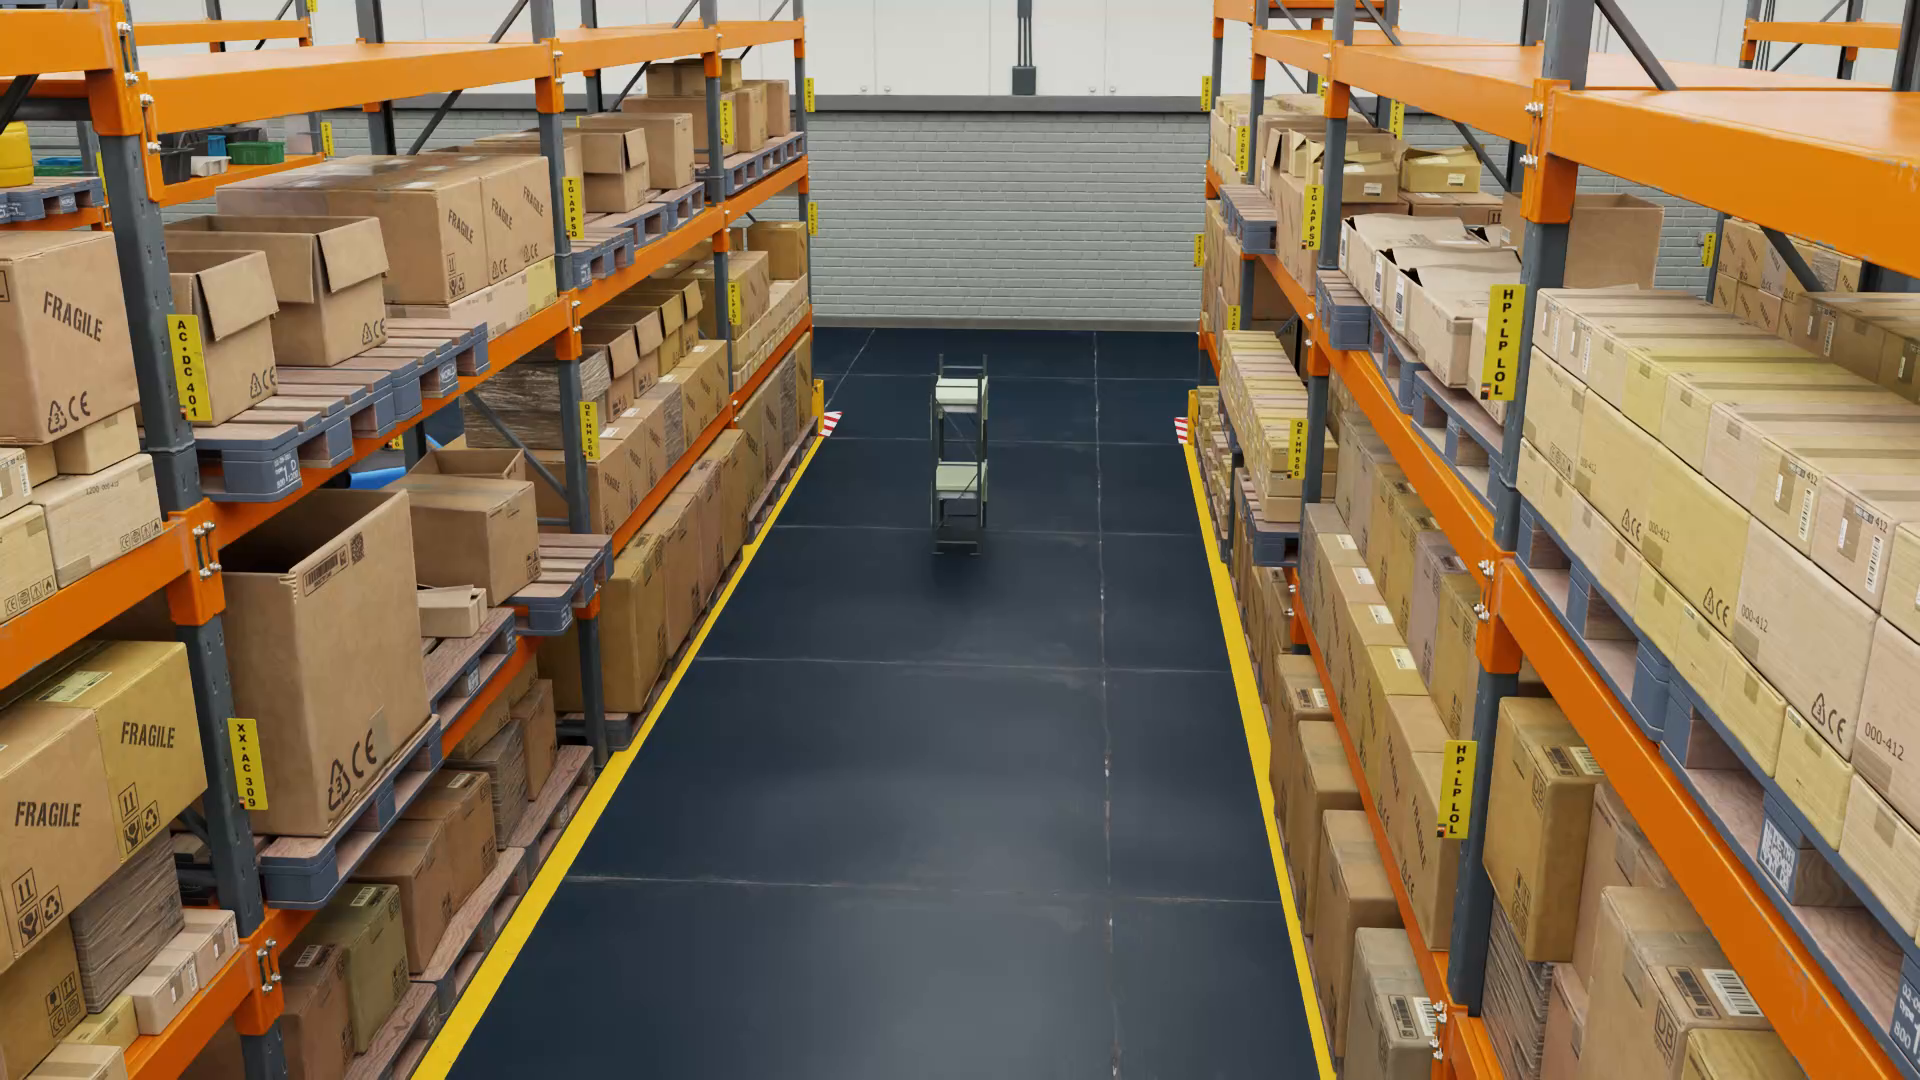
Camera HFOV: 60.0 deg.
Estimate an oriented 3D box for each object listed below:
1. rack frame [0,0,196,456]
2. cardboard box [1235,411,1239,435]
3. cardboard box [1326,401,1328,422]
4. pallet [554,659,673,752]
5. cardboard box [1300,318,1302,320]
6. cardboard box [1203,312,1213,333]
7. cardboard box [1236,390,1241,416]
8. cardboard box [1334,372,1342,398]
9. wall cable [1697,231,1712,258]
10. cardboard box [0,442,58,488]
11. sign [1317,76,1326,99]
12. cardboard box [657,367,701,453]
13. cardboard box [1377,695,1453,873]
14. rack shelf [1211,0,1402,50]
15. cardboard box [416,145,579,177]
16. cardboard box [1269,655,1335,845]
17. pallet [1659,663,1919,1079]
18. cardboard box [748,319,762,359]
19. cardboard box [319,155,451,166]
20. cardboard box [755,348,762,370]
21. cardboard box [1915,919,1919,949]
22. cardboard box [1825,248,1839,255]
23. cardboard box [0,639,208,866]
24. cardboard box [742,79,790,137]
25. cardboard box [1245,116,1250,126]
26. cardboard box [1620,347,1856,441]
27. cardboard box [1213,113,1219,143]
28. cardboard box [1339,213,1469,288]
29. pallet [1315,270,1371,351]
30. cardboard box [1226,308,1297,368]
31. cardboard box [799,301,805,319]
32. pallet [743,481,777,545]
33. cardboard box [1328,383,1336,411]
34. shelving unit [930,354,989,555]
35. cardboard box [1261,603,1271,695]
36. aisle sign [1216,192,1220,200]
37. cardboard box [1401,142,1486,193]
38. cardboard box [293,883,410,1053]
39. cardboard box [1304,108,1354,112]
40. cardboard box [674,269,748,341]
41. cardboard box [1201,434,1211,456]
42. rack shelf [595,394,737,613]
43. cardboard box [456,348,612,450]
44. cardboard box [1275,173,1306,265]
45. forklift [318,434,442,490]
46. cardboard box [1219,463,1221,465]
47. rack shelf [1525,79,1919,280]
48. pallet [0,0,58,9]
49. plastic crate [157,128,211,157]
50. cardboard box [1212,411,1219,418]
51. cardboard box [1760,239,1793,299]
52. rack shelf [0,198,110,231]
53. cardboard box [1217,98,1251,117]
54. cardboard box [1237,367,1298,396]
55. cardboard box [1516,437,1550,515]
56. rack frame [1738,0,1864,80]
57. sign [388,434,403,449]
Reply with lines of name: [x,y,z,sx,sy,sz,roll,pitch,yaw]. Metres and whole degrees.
rack frame: [-2.885,-1.711,4.694,1.000,3.000,0.127,1,18,4]
cardboard box: [2.053,-0.765,11.171,0.380,0.149,0.250,1,18,3]
cardboard box: [2.741,-0.920,11.641,0.380,0.149,0.250,0,18,1]
pallet: [-2.467,0.979,10.596,1.003,0.211,1.213,1,18,4]
cardboard box: [2.904,-2.002,12.971,0.500,0.500,0.500,2,18,5]
cardboard box: [2.515,-2.070,15.828,0.380,0.149,0.250,1,18,2]
cardboard box: [2.052,-0.905,11.119,0.380,0.149,0.250,1,18,3]
cardboard box: [2.700,-1.032,11.029,0.380,0.149,0.250,0,18,1]
wall cable: [9.656,-4.573,21.430,0.588,1.984,0.122,1,18,4]
cardboard box: [-2.731,-0.216,4.548,0.380,0.149,0.250,1,18,5]
sign: [3.467,-4.273,15.907,0.100,0.325,0.005,1,18,4]
cardboard box: [-2.146,-0.925,11.769,0.500,0.500,0.500,1,18,3]
cardboard box: [1.862,0.909,6.171,0.500,0.500,0.500,1,18,3]
rack shelf: [2.772,-4.332,13.851,1.077,0.370,4.000,1,18,4]
cardboard box: [-2.627,-1.968,9.454,0.797,0.503,0.637,2,18,7]
cardboard box: [2.208,1.096,8.700,1.050,0.750,0.750,1,18,3]
pallet: [1.895,0.530,2.813,1.003,0.211,1.213,1,18,4]
cardboard box: [-1.976,-1.710,14.087,0.500,0.250,0.500,1,18,4]
cardboard box: [-2.889,-1.673,8.431,0.500,0.500,0.500,1,18,4]
cardboard box: [-1.905,-1.555,14.256,0.380,0.149,0.250,1,18,2]
cardboard box: [1.527,0.544,2.198,0.380,0.149,0.250,1,18,3]
cardboard box: [7.432,-2.453,13.785,0.380,0.149,0.250,1,18,3]
cardboard box: [-2.643,0.621,4.965,0.500,0.500,0.500,1,18,4]
cardboard box: [-2.009,-4.145,15.942,0.700,0.500,0.500,0,18,1]
cardboard box: [2.387,-3.170,12.760,0.380,0.149,0.250,2,18,5]
cardboard box: [1.636,-0.308,3.517,0.380,0.149,0.250,1,18,3]
cardboard box: [2.588,-3.744,15.154,0.500,0.250,0.500,1,18,3]
cardboard box: [2.070,-1.371,7.781,0.500,0.311,0.500,1,18,4]
pallet: [2.348,-1.095,7.934,1.213,0.211,1.003,2,18,6]
cardboard box: [2.381,-1.548,13.193,0.500,0.500,0.500,1,18,4]
cardboard box: [-1.739,-2.269,16.435,0.380,0.149,0.250,1,18,4]
pallet: [-2.179,-0.254,14.361,1.003,0.211,1.213,1,18,4]
cardboard box: [2.723,-0.972,11.323,0.380,0.149,0.250,0,18,1]
shelving unit: [0.000,-0.711,13.683,0.431,1.500,0.755,1,18,4]
cardboard box: [2.169,0.656,10.443,0.500,0.500,0.500,2,18,6]
aisle sign: [2.621,-3.710,16.253,0.394,0.787,0.004,1,18,4]
cardboard box: [2.682,-2.077,9.237,0.396,0.266,0.258,1,18,4]
cardboard box: [-2.767,1.780,6.980,0.700,0.500,0.500,1,18,4]
cardboard box: [3.033,-3.476,13.695,0.380,0.149,0.250,2,18,7]
cardboard box: [-2.022,-1.915,13.508,0.500,0.500,0.500,1,18,4]
cardboard box: [2.482,-0.897,15.748,0.380,0.149,0.250,2,18,5]
rack shelf: [-2.455,-0.382,11.427,1.077,0.370,4.000,1,18,4]
cardboard box: [-2.530,-0.854,9.940,0.797,0.503,0.637,2,18,6]
cardboard box: [2.192,-1.927,10.010,0.500,0.500,0.500,1,18,4]
forklift: [-5.220,-0.855,11.826,3.031,2.935,1.130,-11,21,-29]
cardboard box: [2.496,-0.700,14.669,0.380,0.149,0.250,0,18,1]
rack shelf: [1.911,-0.416,2.539,1.077,0.370,4.000,1,18,4]
pallet: [-7.281,-3.769,11.920,1.003,0.211,1.213,1,18,4]
plastic crate: [-7.349,-3.626,15.453,0.504,0.338,0.767,1,18,4]
cardboard box: [2.528,-1.089,15.379,0.380,0.149,0.250,2,18,6]
cardboard box: [7.482,-2.426,14.742,0.500,0.500,0.500,1,18,3]
rack shelf: [-7.395,-1.918,11.298,1.077,0.370,4.000,1,18,4]
cardboard box: [2.518,-3.894,14.970,0.380,0.149,0.250,2,18,5]
cardboard box: [2.049,-1.052,11.091,0.380,0.149,0.250,2,18,6]
cardboard box: [1.689,-0.166,4.364,0.380,0.149,0.250,1,18,3]
rack frame: [7.859,-5.217,15.393,1.000,3.000,0.127,1,18,4]
sign: [-3.152,-0.664,9.274,0.100,0.325,0.005,1,18,4]
